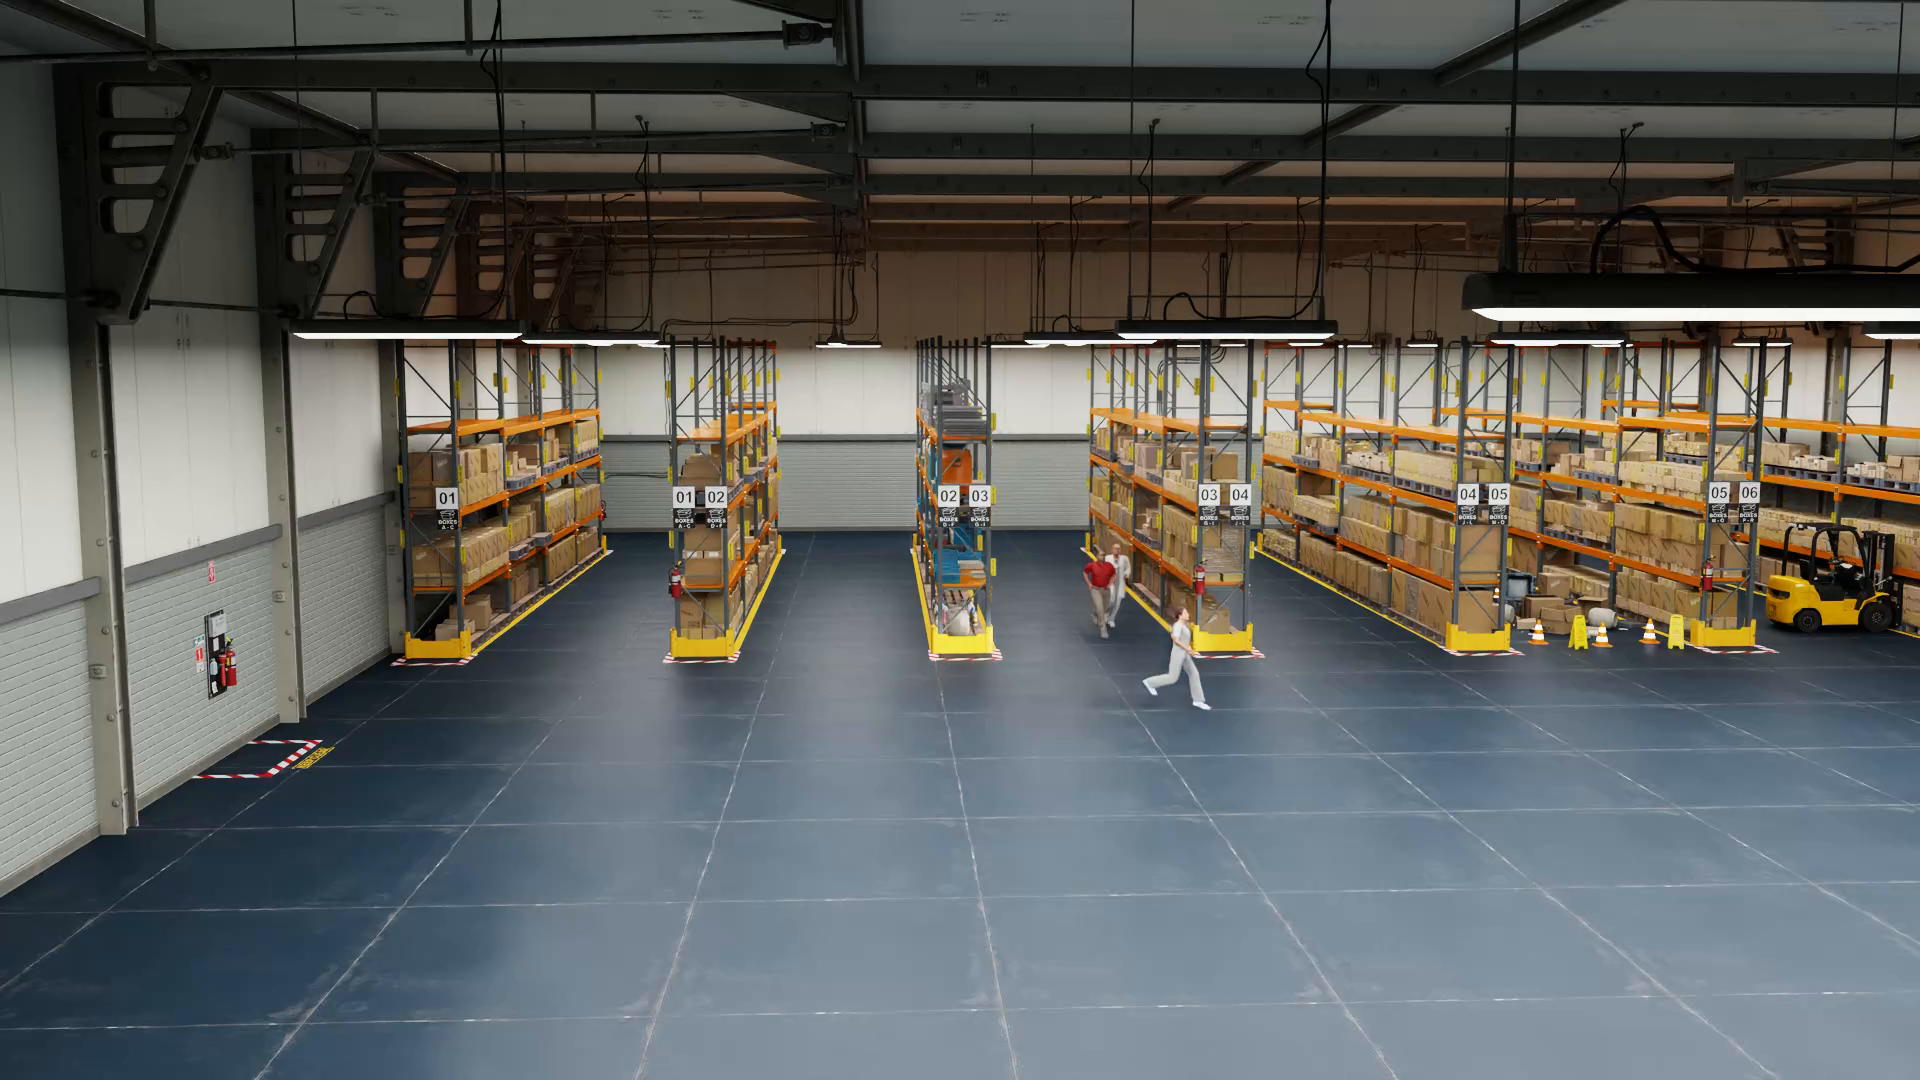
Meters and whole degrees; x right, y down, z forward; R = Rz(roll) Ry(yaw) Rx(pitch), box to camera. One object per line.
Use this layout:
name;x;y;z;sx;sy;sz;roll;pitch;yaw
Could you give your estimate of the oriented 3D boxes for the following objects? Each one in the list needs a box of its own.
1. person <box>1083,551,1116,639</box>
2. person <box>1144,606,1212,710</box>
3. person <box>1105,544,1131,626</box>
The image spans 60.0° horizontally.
person;2.858;1.111;33.673;0.632;1.688;1.103;-2;7;-19
person;3.503;1.888;26.723;1.103;1.663;0.538;3;7;24
person;3.220;0.942;34.522;0.713;1.735;0.644;-1;7;-11
